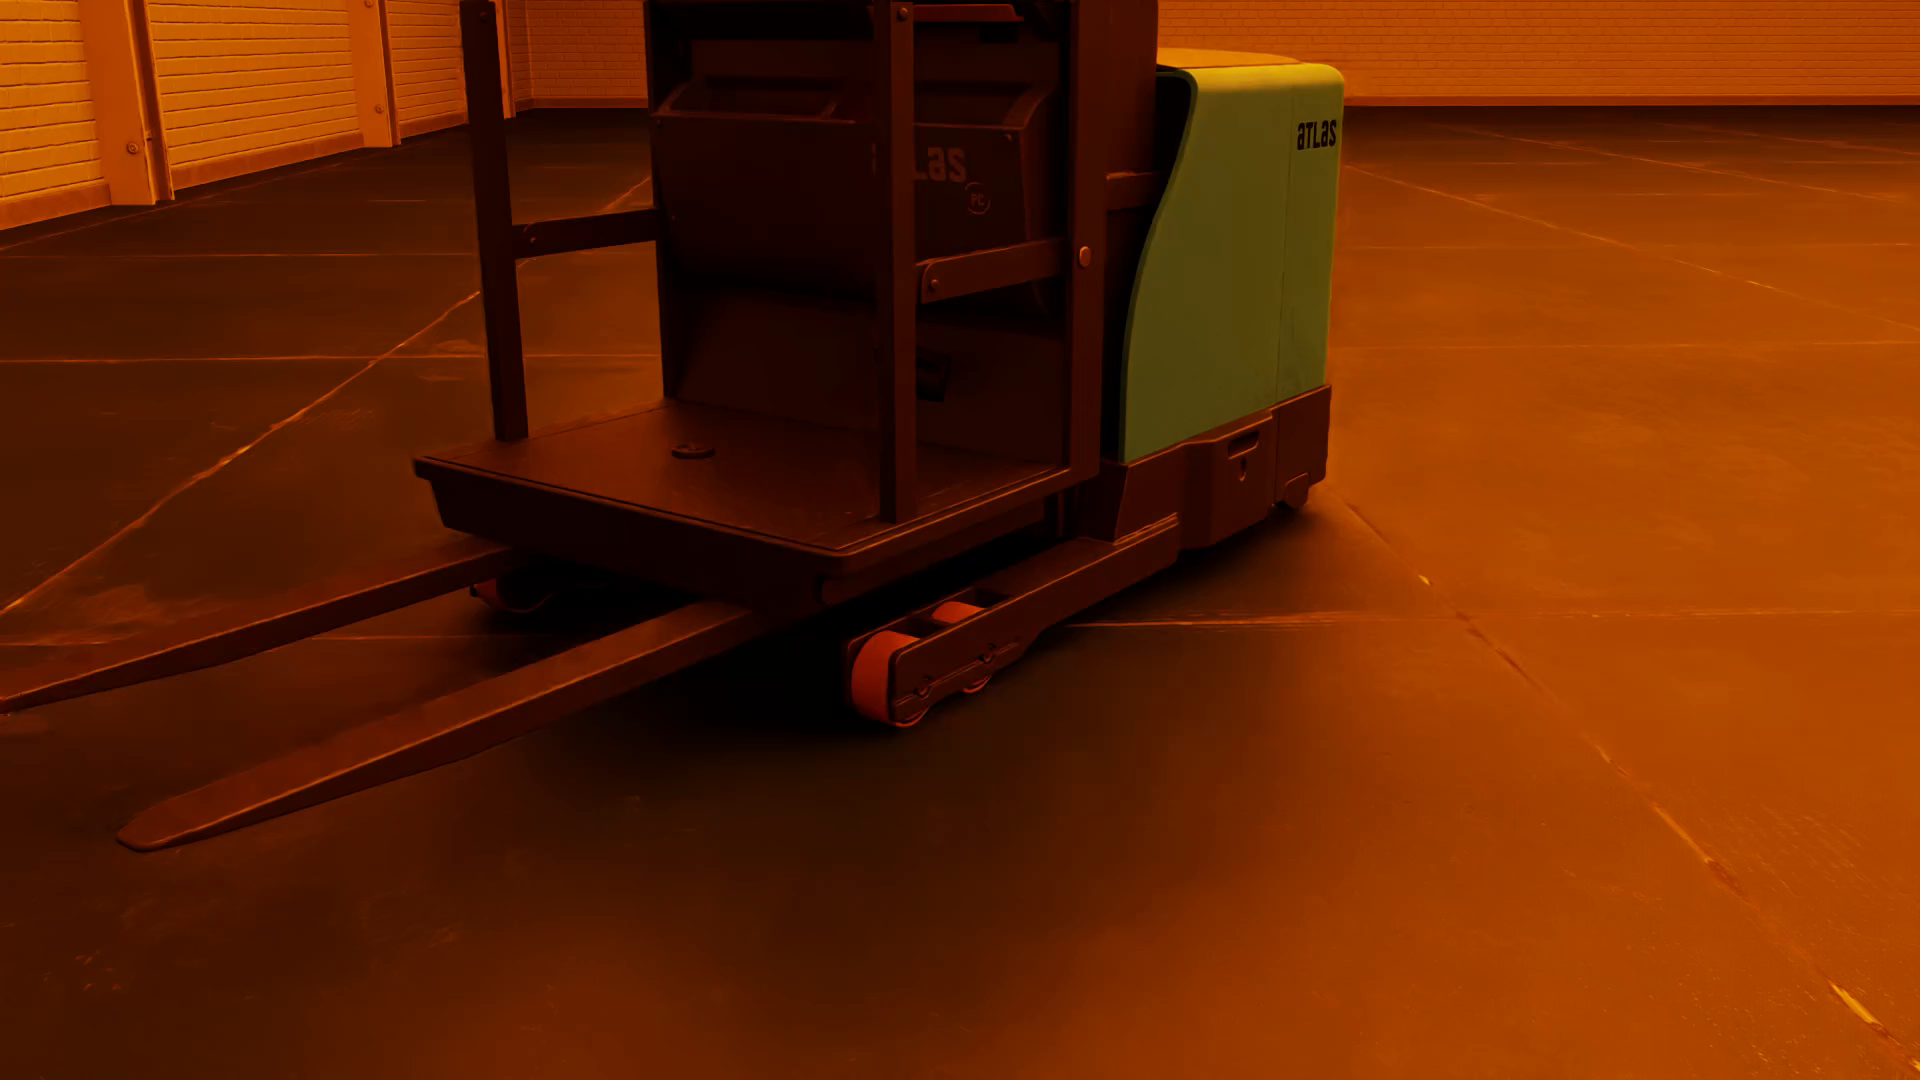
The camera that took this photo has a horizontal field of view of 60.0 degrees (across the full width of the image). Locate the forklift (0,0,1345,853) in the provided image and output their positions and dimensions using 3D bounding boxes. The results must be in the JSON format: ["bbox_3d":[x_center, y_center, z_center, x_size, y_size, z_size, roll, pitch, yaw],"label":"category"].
[{"bbox_3d":[-0.348,-1.238,2.956,1.130,2.935,3.031,12,21,34],"label":"forklift"}]
